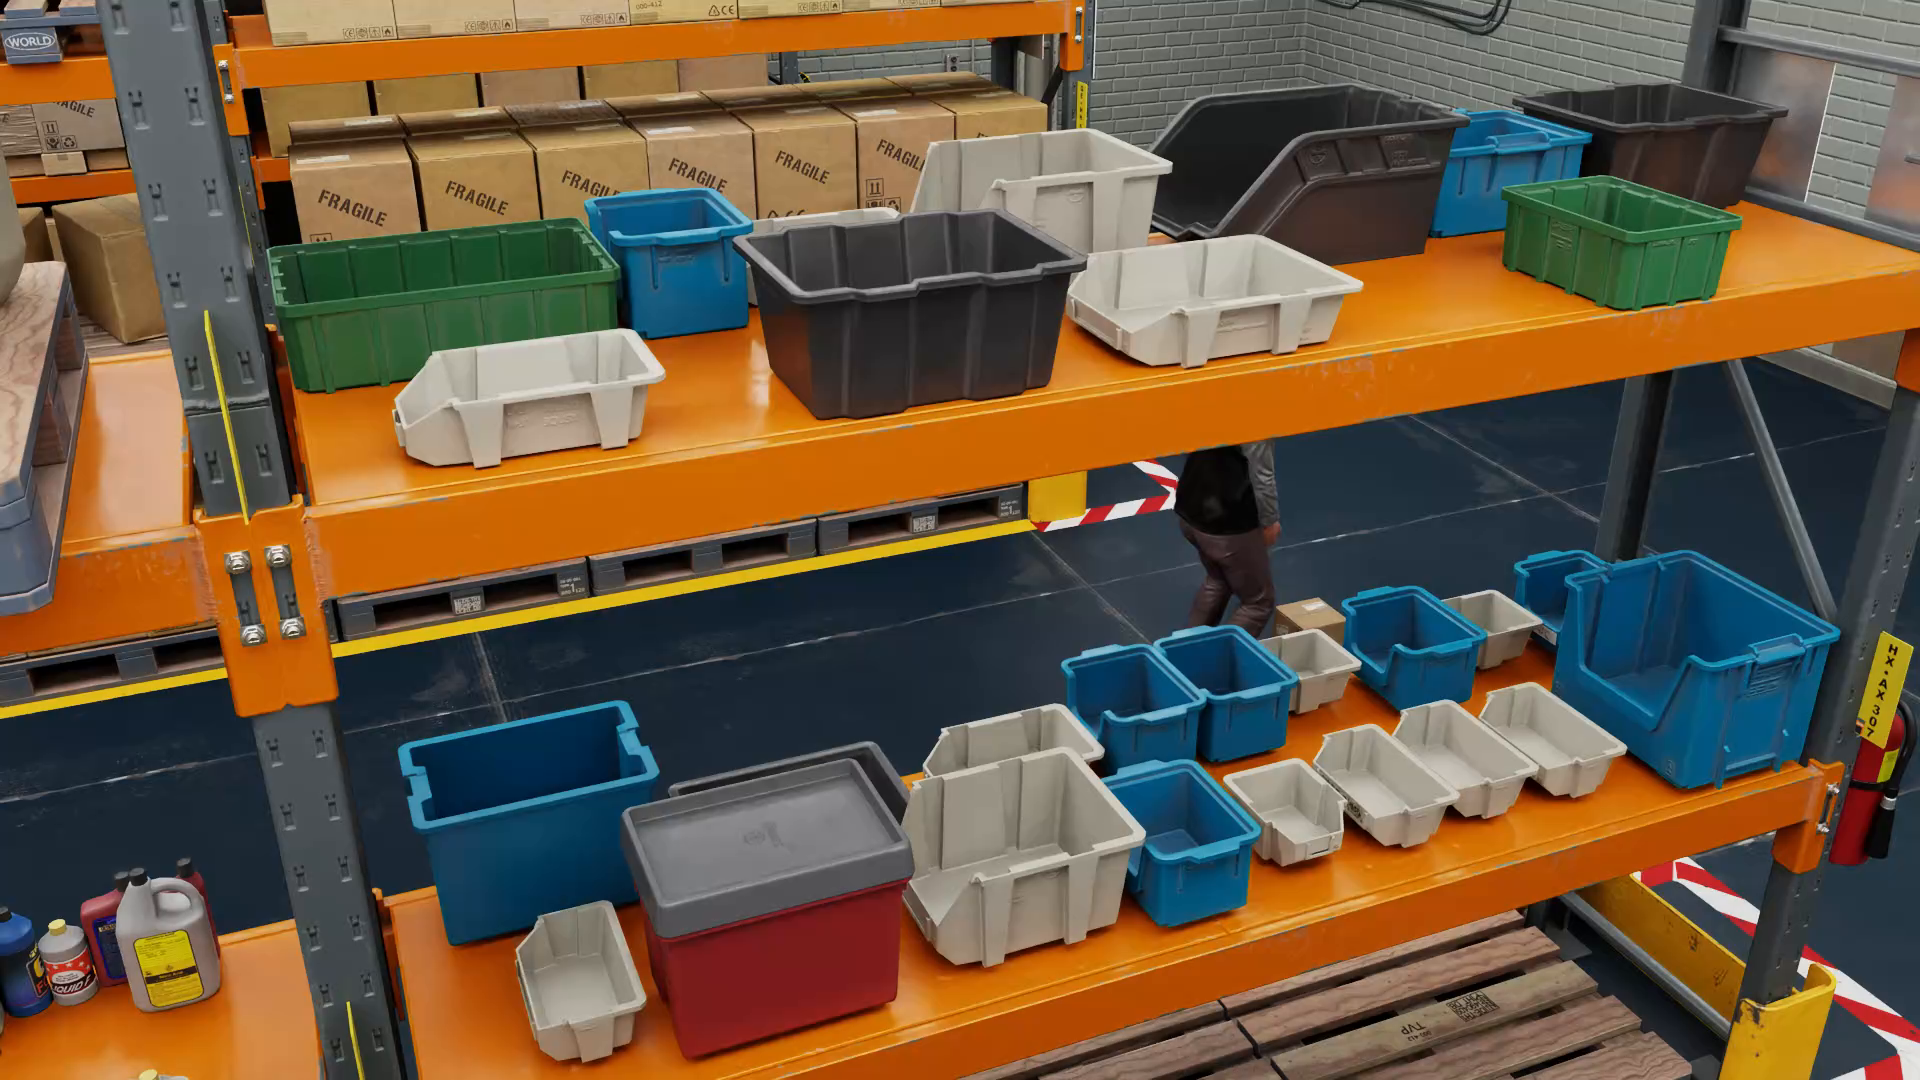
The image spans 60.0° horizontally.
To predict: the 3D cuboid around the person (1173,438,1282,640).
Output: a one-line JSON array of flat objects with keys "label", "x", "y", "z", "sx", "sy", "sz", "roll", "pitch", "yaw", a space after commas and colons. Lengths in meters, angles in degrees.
[{"label": "person", "x": 1.202, "y": -0.103, "z": 7.437, "sx": 0.420, "sy": 1.658, "sz": 0.563, "roll": -10, "pitch": 27, "yaw": -19}]
